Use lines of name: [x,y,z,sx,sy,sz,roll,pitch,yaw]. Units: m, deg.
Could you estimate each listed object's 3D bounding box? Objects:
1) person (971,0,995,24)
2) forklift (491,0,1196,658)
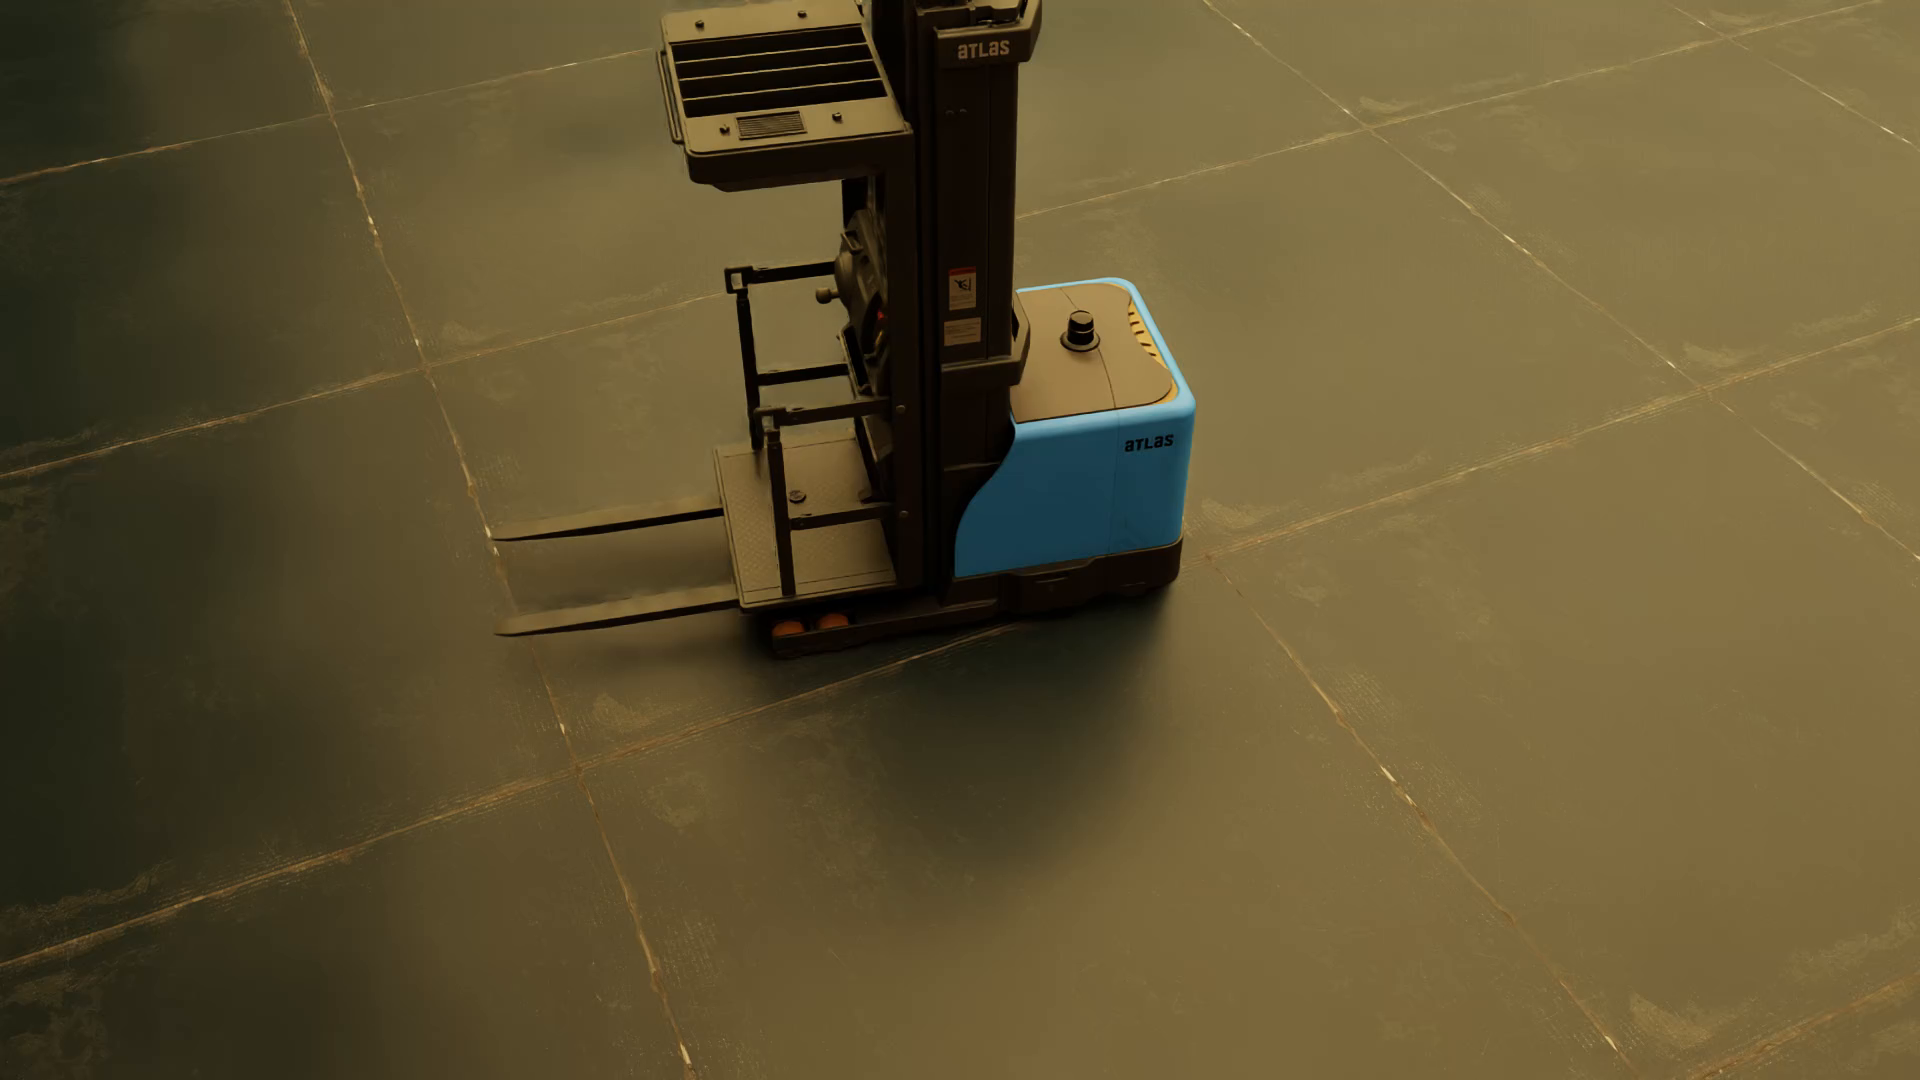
person: [-0.066,-2.819,9.658,0.560,1.692,0.458,0,43,1]
forklift: [-0.577,-0.953,6.702,3.031,2.935,1.130,-9,44,-9]
